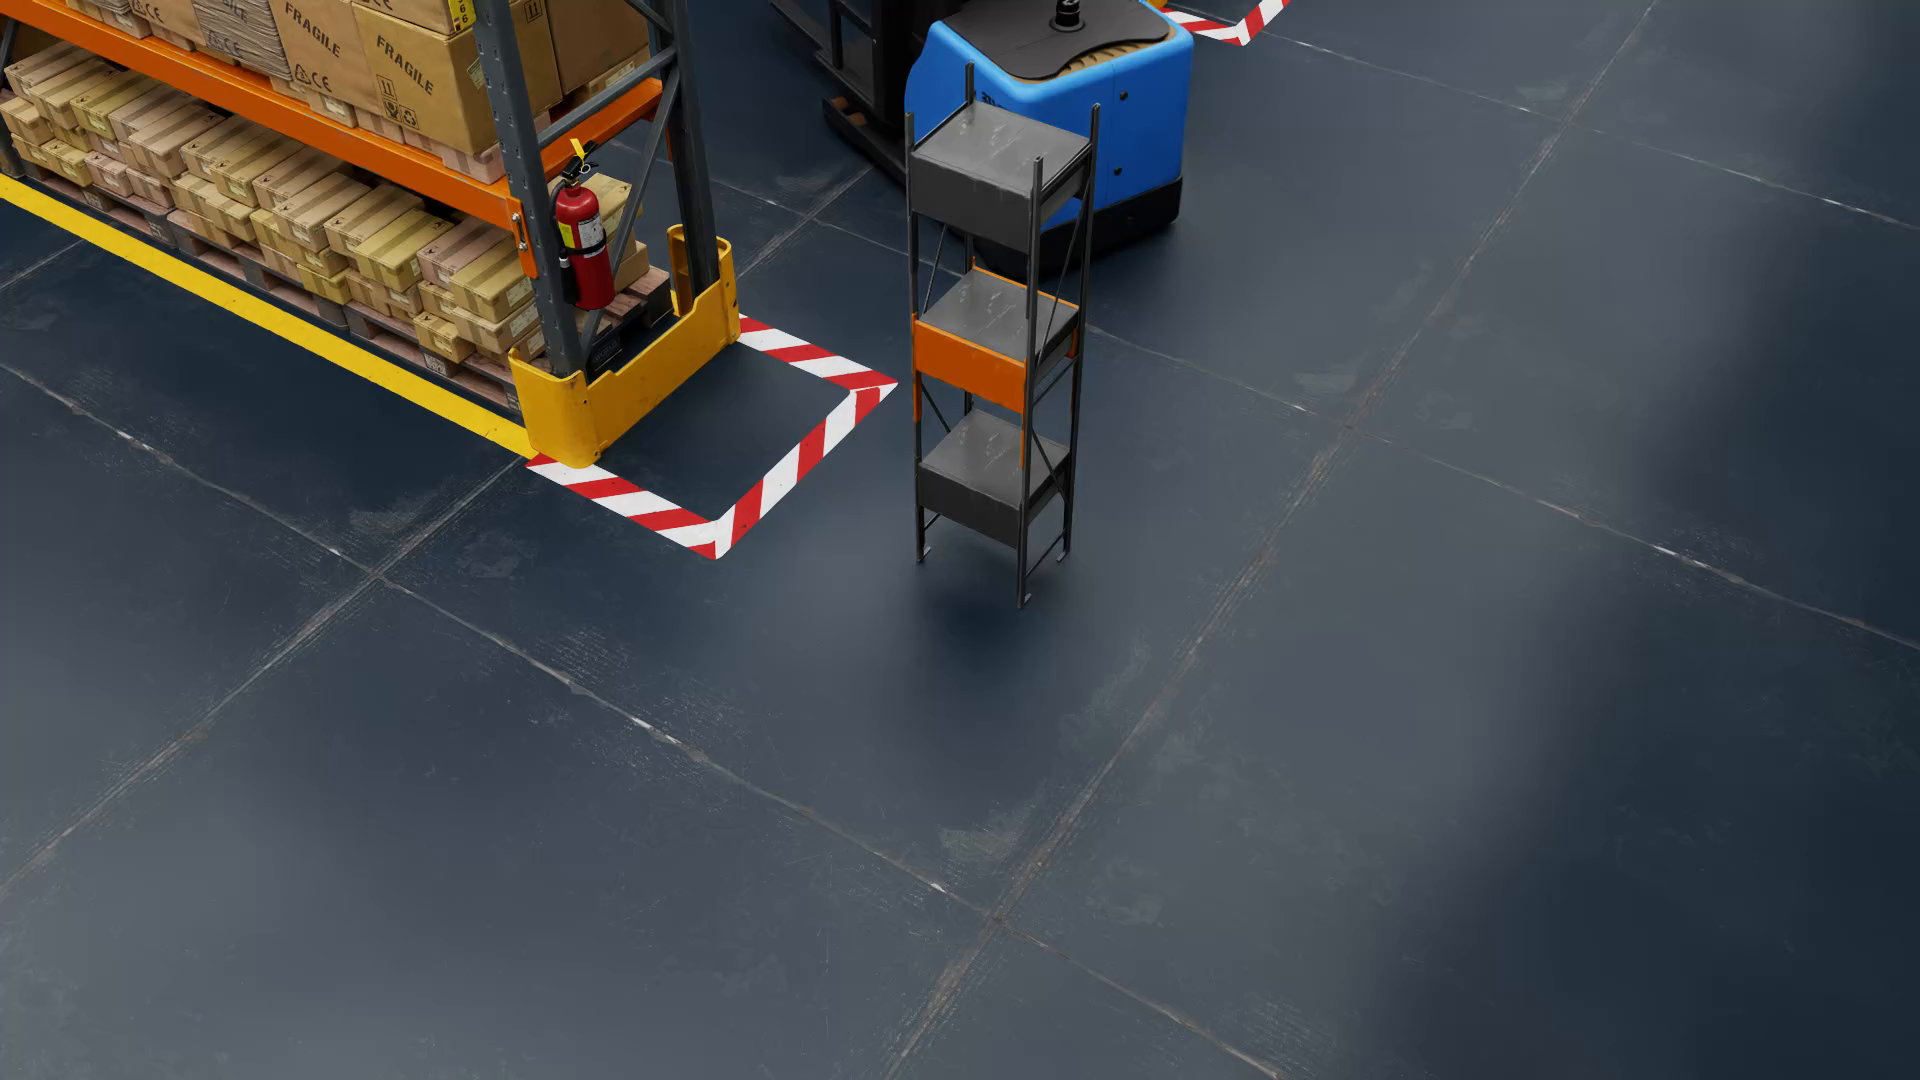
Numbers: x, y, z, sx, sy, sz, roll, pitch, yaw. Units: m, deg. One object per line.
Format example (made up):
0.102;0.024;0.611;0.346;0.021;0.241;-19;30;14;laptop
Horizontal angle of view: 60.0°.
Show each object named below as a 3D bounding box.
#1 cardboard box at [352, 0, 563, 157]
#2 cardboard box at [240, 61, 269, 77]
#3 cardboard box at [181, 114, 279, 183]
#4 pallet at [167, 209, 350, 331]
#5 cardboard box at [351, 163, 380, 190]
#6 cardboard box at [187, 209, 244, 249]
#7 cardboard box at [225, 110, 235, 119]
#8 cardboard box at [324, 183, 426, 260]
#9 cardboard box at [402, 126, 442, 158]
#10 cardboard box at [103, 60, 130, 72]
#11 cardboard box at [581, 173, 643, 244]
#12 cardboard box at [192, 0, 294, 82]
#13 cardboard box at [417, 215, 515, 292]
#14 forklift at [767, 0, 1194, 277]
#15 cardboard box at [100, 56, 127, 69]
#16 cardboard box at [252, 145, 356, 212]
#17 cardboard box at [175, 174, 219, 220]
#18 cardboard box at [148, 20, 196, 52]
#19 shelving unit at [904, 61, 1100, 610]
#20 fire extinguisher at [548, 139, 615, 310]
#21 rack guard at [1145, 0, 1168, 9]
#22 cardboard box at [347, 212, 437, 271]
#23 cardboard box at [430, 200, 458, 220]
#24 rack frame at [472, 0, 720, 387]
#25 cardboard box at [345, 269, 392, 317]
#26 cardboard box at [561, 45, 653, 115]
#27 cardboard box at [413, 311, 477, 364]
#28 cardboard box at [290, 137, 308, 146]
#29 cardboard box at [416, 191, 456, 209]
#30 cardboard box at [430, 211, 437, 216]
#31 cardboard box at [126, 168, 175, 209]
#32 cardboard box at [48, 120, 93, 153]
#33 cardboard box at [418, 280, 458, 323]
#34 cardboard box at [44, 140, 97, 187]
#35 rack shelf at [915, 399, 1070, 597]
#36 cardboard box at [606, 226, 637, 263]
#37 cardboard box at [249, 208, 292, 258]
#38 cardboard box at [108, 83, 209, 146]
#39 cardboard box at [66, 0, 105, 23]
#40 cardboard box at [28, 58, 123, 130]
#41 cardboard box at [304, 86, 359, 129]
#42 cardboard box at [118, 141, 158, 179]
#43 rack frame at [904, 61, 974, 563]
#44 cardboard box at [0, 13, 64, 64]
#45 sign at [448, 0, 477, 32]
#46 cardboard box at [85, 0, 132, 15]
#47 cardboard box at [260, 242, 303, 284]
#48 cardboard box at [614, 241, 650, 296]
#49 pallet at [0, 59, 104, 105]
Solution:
-1.931;-1.885;6.435;0.500;0.500;0.500;26;51;23;cardboard box
-2.878;-2.148;7.143;0.250;0.149;0.380;23;50;21;cardboard box
-3.488;-1.877;7.985;0.250;0.149;0.380;23;50;21;cardboard box
-3.166;-1.594;8.374;1.213;0.211;1.003;25;51;22;pallet
-2.853;-1.814;8.131;0.250;0.149;0.380;27;52;24;cardboard box
-3.534;-1.617;8.146;0.250;0.149;0.380;23;50;21;cardboard box
-3.492;-2.170;8.476;0.250;0.149;0.380;26;51;23;cardboard box
-2.647;-1.434;7.554;0.250;0.149;0.380;23;50;21;cardboard box
-2.030;-1.715;6.722;0.250;0.149;0.380;25;51;22;cardboard box
-4.344;-2.603;8.897;0.250;0.149;0.380;26;51;23;cardboard box
-1.672;-1.496;7.614;0.250;0.149;0.380;23;50;20;cardboard box
-2.794;-2.278;6.817;0.500;0.500;0.500;25;51;22;cardboard box
-2.177;-1.272;7.397;0.250;0.149;0.380;26;51;23;cardboard box
-0.095;-3.341;8.175;1.130;2.935;3.031;-24;51;-22;forklift
-4.341;-2.656;8.742;0.250;0.149;0.380;26;51;23;cardboard box
-3.066;-1.674;7.787;0.250;0.149;0.380;23;50;21;cardboard box
-3.540;-1.720;8.040;0.250;0.149;0.380;24;51;22;cardboard box
-3.334;-2.326;7.315;0.250;0.149;0.380;27;51;23;cardboard box
0.139;-0.668;6.157;0.503;2.100;0.431;25;51;22;shelving unit
-1.451;-1.195;6.355;0.183;0.674;0.296;25;51;22;fire extinguisher
1.369;-3.803;10.318;0.348;0.500;1.175;25;51;22;rack guard
-2.622;-1.383;7.712;0.250;0.149;0.380;24;51;22;cardboard box
-2.328;-1.689;8.009;0.250;0.149;0.380;26;51;23;cardboard box
-1.414;-1.728;6.559;0.127;3.000;1.000;25;51;22;rack frame
-2.632;-1.239;7.779;0.250;0.149;0.380;25;51;22;cardboard box
-1.510;-1.964;6.964;0.250;0.149;0.380;24;51;22;cardboard box
-2.241;-0.997;7.544;0.250;0.149;0.380;26;51;23;cardboard box
-3.054;-2.033;8.136;0.250;0.149;0.380;25;51;22;cardboard box
-2.365;-1.751;7.862;0.250;0.149;0.380;22;50;20;cardboard box
-2.582;-1.627;8.157;0.250;0.149;0.380;25;51;22;cardboard box
-3.946;-1.859;8.381;0.250;0.149;0.380;24;50;21;cardboard box
-4.387;-2.156;8.463;0.250;0.149;0.380;25;51;22;cardboard box
-2.203;-1.150;7.486;0.250;0.149;0.380;24;50;21;cardboard box
-4.424;-1.992;8.511;0.250;0.149;0.380;26;51;23;cardboard box
0.139;-0.170;6.668;0.480;0.518;0.431;25;51;22;rack shelf
-1.717;-1.342;7.672;0.250;0.149;0.380;27;52;24;cardboard box
-3.099;-1.520;7.845;0.250;0.149;0.380;27;52;24;cardboard box
-3.932;-2.081;8.182;0.250;0.149;0.380;23;50;21;cardboard box
-3.806;-2.509;7.494;0.250;0.149;0.380;26;51;23;cardboard box
-4.403;-2.236;8.333;0.250;0.149;0.380;27;52;24;cardboard box
-2.477;-1.888;6.890;0.250;0.149;0.380;26;51;23;cardboard box
-3.937;-1.977;8.289;0.250;0.149;0.380;22;50;20;cardboard box
-0.066;-0.762;6.248;0.015;2.100;0.400;25;51;22;rack frame
-5.260;-2.998;9.244;0.500;0.500;0.500;27;51;24;cardboard box
-1.731;-1.914;5.713;0.005;0.325;0.100;25;51;22;sign
-3.675;-2.667;7.195;0.500;0.500;0.500;24;50;21;cardboard box
-3.100;-1.418;7.953;0.250;0.149;0.380;26;51;23;cardboard box
-1.682;-1.277;7.816;0.250;0.149;0.380;26;51;23;cardboard box
-5.437;-2.605;9.356;1.213;0.211;1.003;25;51;22;pallet
